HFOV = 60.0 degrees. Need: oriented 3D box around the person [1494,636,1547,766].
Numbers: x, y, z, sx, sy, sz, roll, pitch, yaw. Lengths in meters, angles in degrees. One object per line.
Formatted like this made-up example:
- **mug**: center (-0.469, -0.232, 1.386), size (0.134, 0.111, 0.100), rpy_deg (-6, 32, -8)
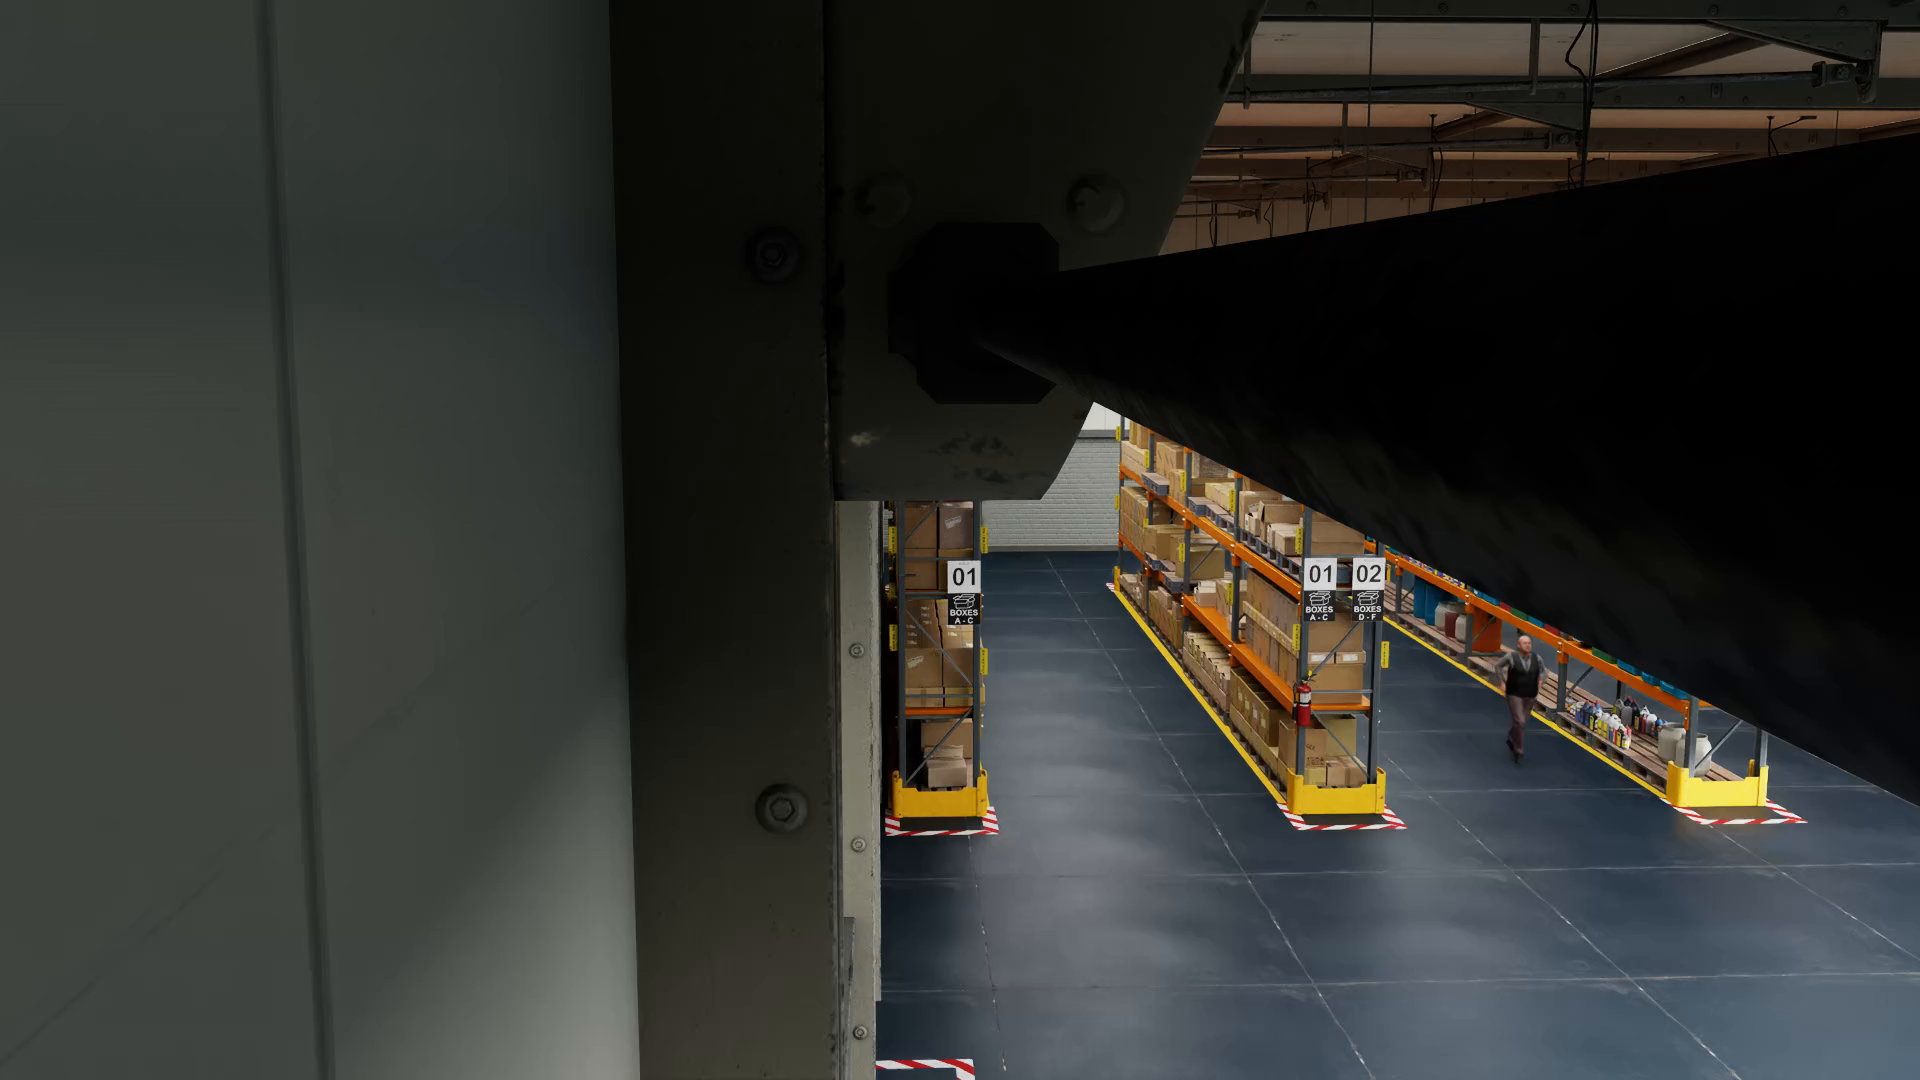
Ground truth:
- **person**: center (7.769, 2.187, 23.001), size (0.644, 1.772, 0.793), rpy_deg (-1, 8, -7)
